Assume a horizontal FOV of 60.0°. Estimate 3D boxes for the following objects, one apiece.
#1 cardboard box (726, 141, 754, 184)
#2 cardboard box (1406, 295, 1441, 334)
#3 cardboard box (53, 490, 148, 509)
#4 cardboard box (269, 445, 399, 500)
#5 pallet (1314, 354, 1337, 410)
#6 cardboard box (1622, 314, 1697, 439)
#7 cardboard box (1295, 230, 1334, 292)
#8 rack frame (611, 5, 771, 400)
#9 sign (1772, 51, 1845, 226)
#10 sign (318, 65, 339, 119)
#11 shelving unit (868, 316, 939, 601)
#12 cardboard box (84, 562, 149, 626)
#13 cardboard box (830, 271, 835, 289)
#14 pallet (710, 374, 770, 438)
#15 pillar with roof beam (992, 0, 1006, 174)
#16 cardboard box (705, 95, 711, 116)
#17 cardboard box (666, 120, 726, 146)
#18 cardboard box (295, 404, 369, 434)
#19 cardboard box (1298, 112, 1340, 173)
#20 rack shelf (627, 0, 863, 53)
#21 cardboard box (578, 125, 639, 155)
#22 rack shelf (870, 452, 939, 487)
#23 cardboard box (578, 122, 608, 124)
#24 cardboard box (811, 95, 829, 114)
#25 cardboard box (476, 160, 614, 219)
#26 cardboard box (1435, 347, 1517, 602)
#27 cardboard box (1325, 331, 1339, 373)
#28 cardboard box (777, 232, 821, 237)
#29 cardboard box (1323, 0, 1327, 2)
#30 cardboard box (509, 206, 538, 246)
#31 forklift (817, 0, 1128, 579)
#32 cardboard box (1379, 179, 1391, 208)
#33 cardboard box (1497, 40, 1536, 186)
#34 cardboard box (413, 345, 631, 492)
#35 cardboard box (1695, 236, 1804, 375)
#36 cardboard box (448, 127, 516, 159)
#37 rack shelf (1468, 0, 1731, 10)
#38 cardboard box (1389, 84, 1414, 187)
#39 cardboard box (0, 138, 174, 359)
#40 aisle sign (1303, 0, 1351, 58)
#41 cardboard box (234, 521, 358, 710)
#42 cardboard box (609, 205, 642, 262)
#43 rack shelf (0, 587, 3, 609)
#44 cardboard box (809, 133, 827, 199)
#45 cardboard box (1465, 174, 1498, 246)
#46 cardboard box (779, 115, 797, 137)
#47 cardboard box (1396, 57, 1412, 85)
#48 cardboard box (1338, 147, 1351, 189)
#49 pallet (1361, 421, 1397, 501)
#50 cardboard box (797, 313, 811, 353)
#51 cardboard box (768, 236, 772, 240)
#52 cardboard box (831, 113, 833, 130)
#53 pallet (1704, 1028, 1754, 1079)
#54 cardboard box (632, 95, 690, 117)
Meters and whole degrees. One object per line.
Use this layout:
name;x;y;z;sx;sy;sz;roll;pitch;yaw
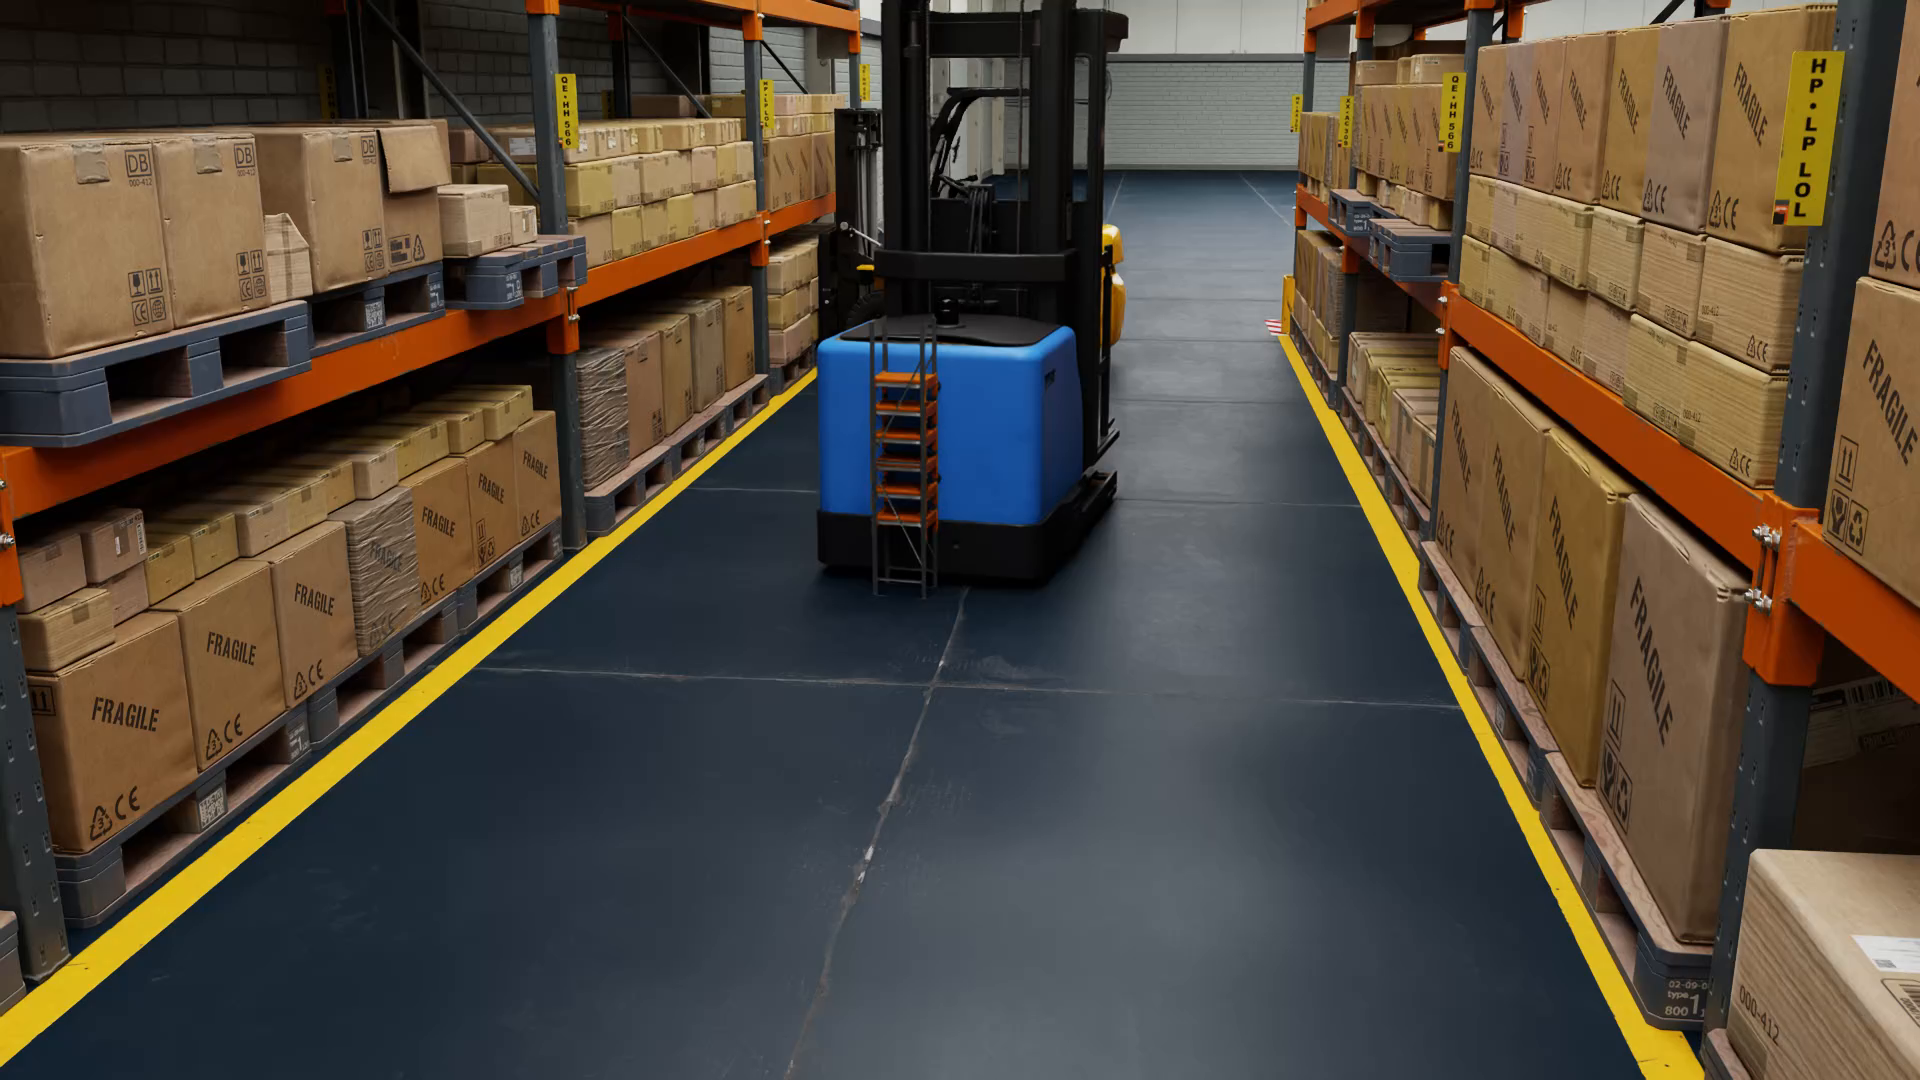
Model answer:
cardboard box;-1.657;-2.490;10.953;0.500;0.250;0.500;1;15;5
cardboard box;3.411;-1.693;11.703;0.500;0.500;0.500;2;15;9
cardboard box;-2.873;-0.063;5.389;0.380;0.149;0.250;2;15;8
cardboard box;-2.289;-0.249;6.078;0.380;0.149;0.250;1;15;4
pallet;3.117;-1.140;11.973;1.003;0.211;1.213;2;15;6
cardboard box;2.032;-0.419;4.253;0.500;0.250;0.500;1;15;5
cardboard box;3.160;-2.378;14.237;0.500;0.500;0.500;1;15;4
rack frame;-1.856;-2.456;11.498;1.000;3.000;0.127;2;15;6
sign;1.633;-0.770;3.196;0.100;0.325;0.005;2;15;6
sign;-2.859;-1.993;7.567;0.100;0.325;0.005;2;15;6
shelving unit;-0.239;-0.348;7.149;0.258;1.200;0.189;4;16;14
cardboard box;-2.500;0.151;4.600;0.380;0.149;0.250;1;15;5
cardboard box;-1.314;-2.081;13.615;0.500;0.250;0.500;2;15;6
pallet;-1.900;-0.918;11.151;1.003;0.211;1.213;2;15;6
pillar with roof beam;5.284;-13.889;42.288;9.100;9.000;0.400;2;15;6
cardboard box;-1.603;-3.106;11.897;0.380;0.149;0.250;2;15;7
cardboard box;-1.663;-2.521;10.303;0.380;0.149;0.250;1;15;5
cardboard box;-2.681;-0.467;6.882;0.380;0.149;0.250;2;15;7
cardboard box;3.199;-3.425;14.321;0.500;0.500;0.500;1;15;5
rack shelf;-1.630;-4.075;13.118;1.077;0.370;4.000;2;15;6
cardboard box;-1.931;-2.125;8.839;0.380;0.149;0.250;2;15;7
rack shelf;-0.239;-0.305;7.161;0.258;0.103;0.180;4;16;14
cardboard box;-2.305;-2.403;9.869;0.380;0.149;0.250;2;15;6
cardboard box;-1.280;-3.565;13.596;0.380;0.149;0.250;2;15;7
cardboard box;-1.990;-1.694;8.012;0.500;0.250;0.500;2;15;6
cardboard box;2.465;-0.274;6.693;0.875;0.875;0.875;2;15;6
cardboard box;2.876;-1.347;11.861;0.500;0.250;0.500;2;15;9
cardboard box;-1.246;-2.459;14.057;0.500;0.250;0.500;2;15;7
cardboard box;3.026;-4.263;12.916;0.380;0.149;0.250;2;15;7
cardboard box;-2.000;-1.318;6.967;0.380;0.149;0.250;2;15;7
forklift;0.221;-1.587;8.416;1.130;2.935;3.031;4;16;14
cardboard box;2.525;-1.921;9.196;0.380;0.149;0.250;2;15;8
cardboard box;2.280;-1.554;6.057;0.500;0.500;0.500;2;15;6
cardboard box;-2.223;-0.636;8.513;0.875;0.625;0.625;2;15;8
cardboard box;1.982;-0.526;3.691;0.500;0.250;0.500;2;15;6
cardboard box;-2.463;-2.007;8.402;0.380;0.149;0.250;2;15;6
rack shelf;2.399;-1.855;4.908;1.077;0.370;4.000;2;15;6
cardboard box;2.503;-2.059;8.465;0.500;0.500;0.500;1;15;2
cardboard box;-2.482;-0.751;4.196;0.700;0.500;0.500;2;15;8
aisle sign;3.227;-4.628;14.551;0.394;0.787;0.004;2;15;6
cardboard box;-2.370;0.236;5.525;0.500;0.500;0.500;1;15;5
cardboard box;-1.953;-1.584;8.561;0.500;0.250;0.500;1;15;5
rack shelf;-2.984;0.485;2.000;1.077;0.370;4.000;2;15;6
cardboard box;-1.370;-3.008;13.349;0.500;0.500;0.500;2;15;7
cardboard box;2.322;-1.318;6.619;0.500;0.250;0.500;2;15;6
cardboard box;-1.428;-3.090;12.407;0.380;0.149;0.250;2;15;7
cardboard box;2.652;-2.622;9.304;0.380;0.149;0.250;3;15;9
cardboard box;2.879;-2.625;11.362;0.500;0.500;0.500;1;15;5
pallet;2.855;-0.445;9.404;1.003;0.211;1.213;2;15;6
cardboard box;-1.431;-1.579;12.719;0.500;0.250;0.500;1;15;5
cardboard box;-1.832;-2.340;13.619;0.500;0.250;0.500;1;15;5
cardboard box;-1.294;-3.560;14.147;0.380;0.149;0.250;2;15;6
pallet;2.010;1.305;2.930;1.003;0.211;1.213;2;15;6
cardboard box;-2.120;-3.053;11.700;0.380;0.149;0.250;2;15;6
